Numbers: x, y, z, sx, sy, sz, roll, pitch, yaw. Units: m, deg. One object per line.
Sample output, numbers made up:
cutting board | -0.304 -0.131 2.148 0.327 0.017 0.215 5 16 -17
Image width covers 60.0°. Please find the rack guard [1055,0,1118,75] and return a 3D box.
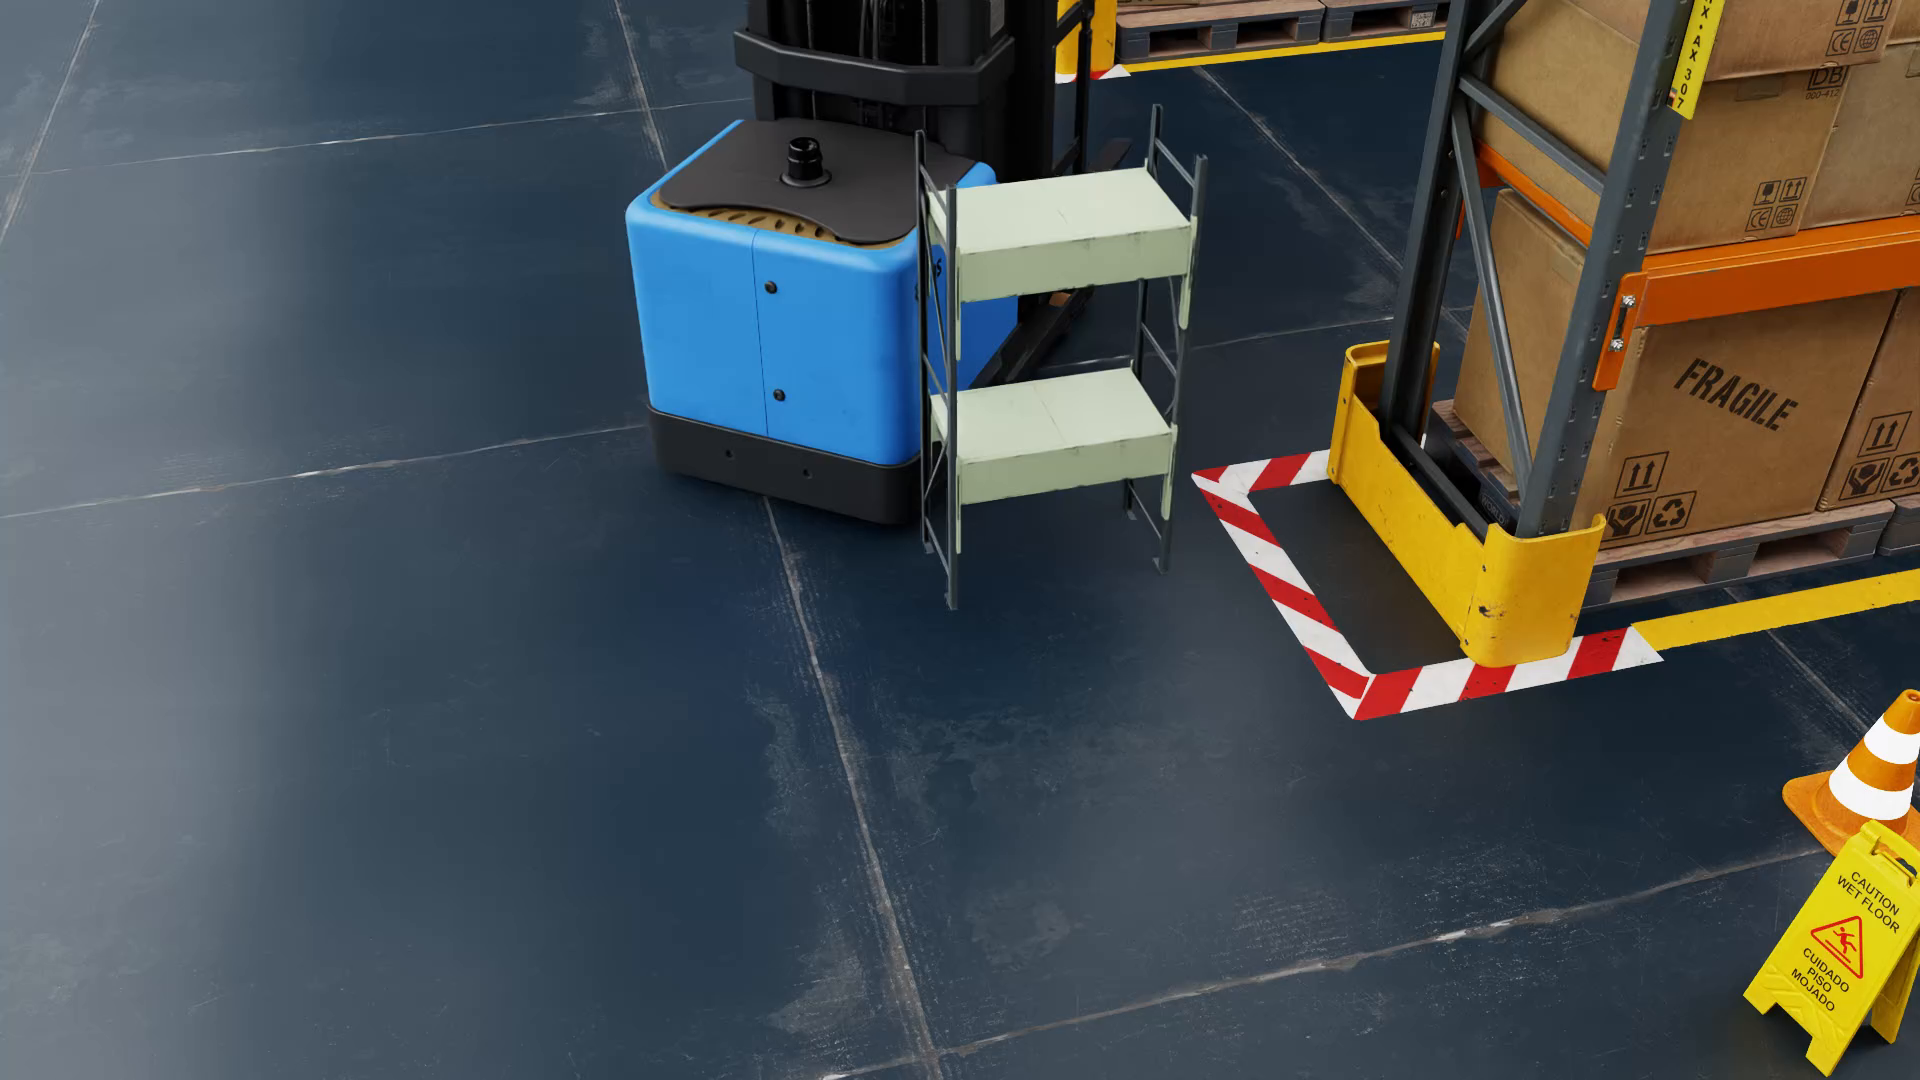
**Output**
rack guard | 0.544 -3.098 9.389 0.348 0.500 1.175 -9 38 -12

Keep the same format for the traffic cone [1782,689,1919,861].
traffic cone | 2.549 0.603 4.581 0.334 0.463 0.336 -9 38 -12

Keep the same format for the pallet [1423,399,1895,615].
pallet | 2.418 -0.218 5.862 1.213 0.211 1.003 -9 38 -12

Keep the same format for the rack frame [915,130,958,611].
rack frame | -0.069 -0.481 5.144 0.023 1.500 0.400 -9 38 -12

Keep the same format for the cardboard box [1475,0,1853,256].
cardboard box | 2.012 -1.298 4.855 0.550 0.550 0.875 -9 38 -12

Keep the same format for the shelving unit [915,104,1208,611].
shelving unit | 0.284 -0.537 5.218 0.755 1.500 0.431 -9 38 -12

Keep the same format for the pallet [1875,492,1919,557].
pallet | 3.593 -0.410 6.112 1.213 0.211 1.003 -9 38 -12

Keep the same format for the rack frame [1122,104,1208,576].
rack frame | 0.638 -0.594 5.292 0.023 1.500 0.400 -9 38 -12

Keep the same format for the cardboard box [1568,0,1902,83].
cardboard box | 2.034 -1.678 4.463 0.550 0.550 0.875 -9 38 -12

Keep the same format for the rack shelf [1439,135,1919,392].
rack shelf | 3.597 -1.185 5.422 4.000 0.370 1.077 -9 38 -12

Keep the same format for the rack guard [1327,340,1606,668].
rack guard | 1.643 -0.157 5.544 0.348 0.500 1.175 -9 38 -12

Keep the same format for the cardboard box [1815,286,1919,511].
cardboard box | 3.152 -0.763 5.682 0.875 0.875 0.875 -10 39 -13

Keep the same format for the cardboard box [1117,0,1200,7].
cardboard box | 1.078 -3.342 9.362 0.500 0.500 0.500 -3 37 -3

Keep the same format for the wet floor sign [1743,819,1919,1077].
wet floor sign | 2.154 0.948 3.980 0.232 0.644 0.267 -16 40 -20

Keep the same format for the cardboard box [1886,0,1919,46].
cardboard box | 2.541 -1.819 4.647 0.550 0.550 0.875 -9 38 -12

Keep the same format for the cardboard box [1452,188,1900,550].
cardboard box | 2.304 -0.623 5.498 0.875 0.875 0.875 -9 38 -12

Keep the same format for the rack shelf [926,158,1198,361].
rack shelf | 0.284 -0.847 4.981 0.720 0.370 0.431 -9 38 -12

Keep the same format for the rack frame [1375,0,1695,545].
rack frame | 1.666 -1.154 4.789 0.127 3.000 1.000 -9 38 -12

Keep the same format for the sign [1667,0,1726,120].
sign | 1.805 -1.202 4.075 0.005 0.325 0.100 -9 38 -12

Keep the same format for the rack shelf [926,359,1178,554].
rack shelf | 0.284 -0.278 5.416 0.720 0.370 0.431 -9 38 -12

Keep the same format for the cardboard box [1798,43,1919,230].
cardboard box | 2.538 -1.398 4.986 0.550 0.550 0.875 -9 38 -12

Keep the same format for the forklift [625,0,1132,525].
forklift | -0.081 -2.110 6.096 1.130 2.935 3.031 14 40 18
